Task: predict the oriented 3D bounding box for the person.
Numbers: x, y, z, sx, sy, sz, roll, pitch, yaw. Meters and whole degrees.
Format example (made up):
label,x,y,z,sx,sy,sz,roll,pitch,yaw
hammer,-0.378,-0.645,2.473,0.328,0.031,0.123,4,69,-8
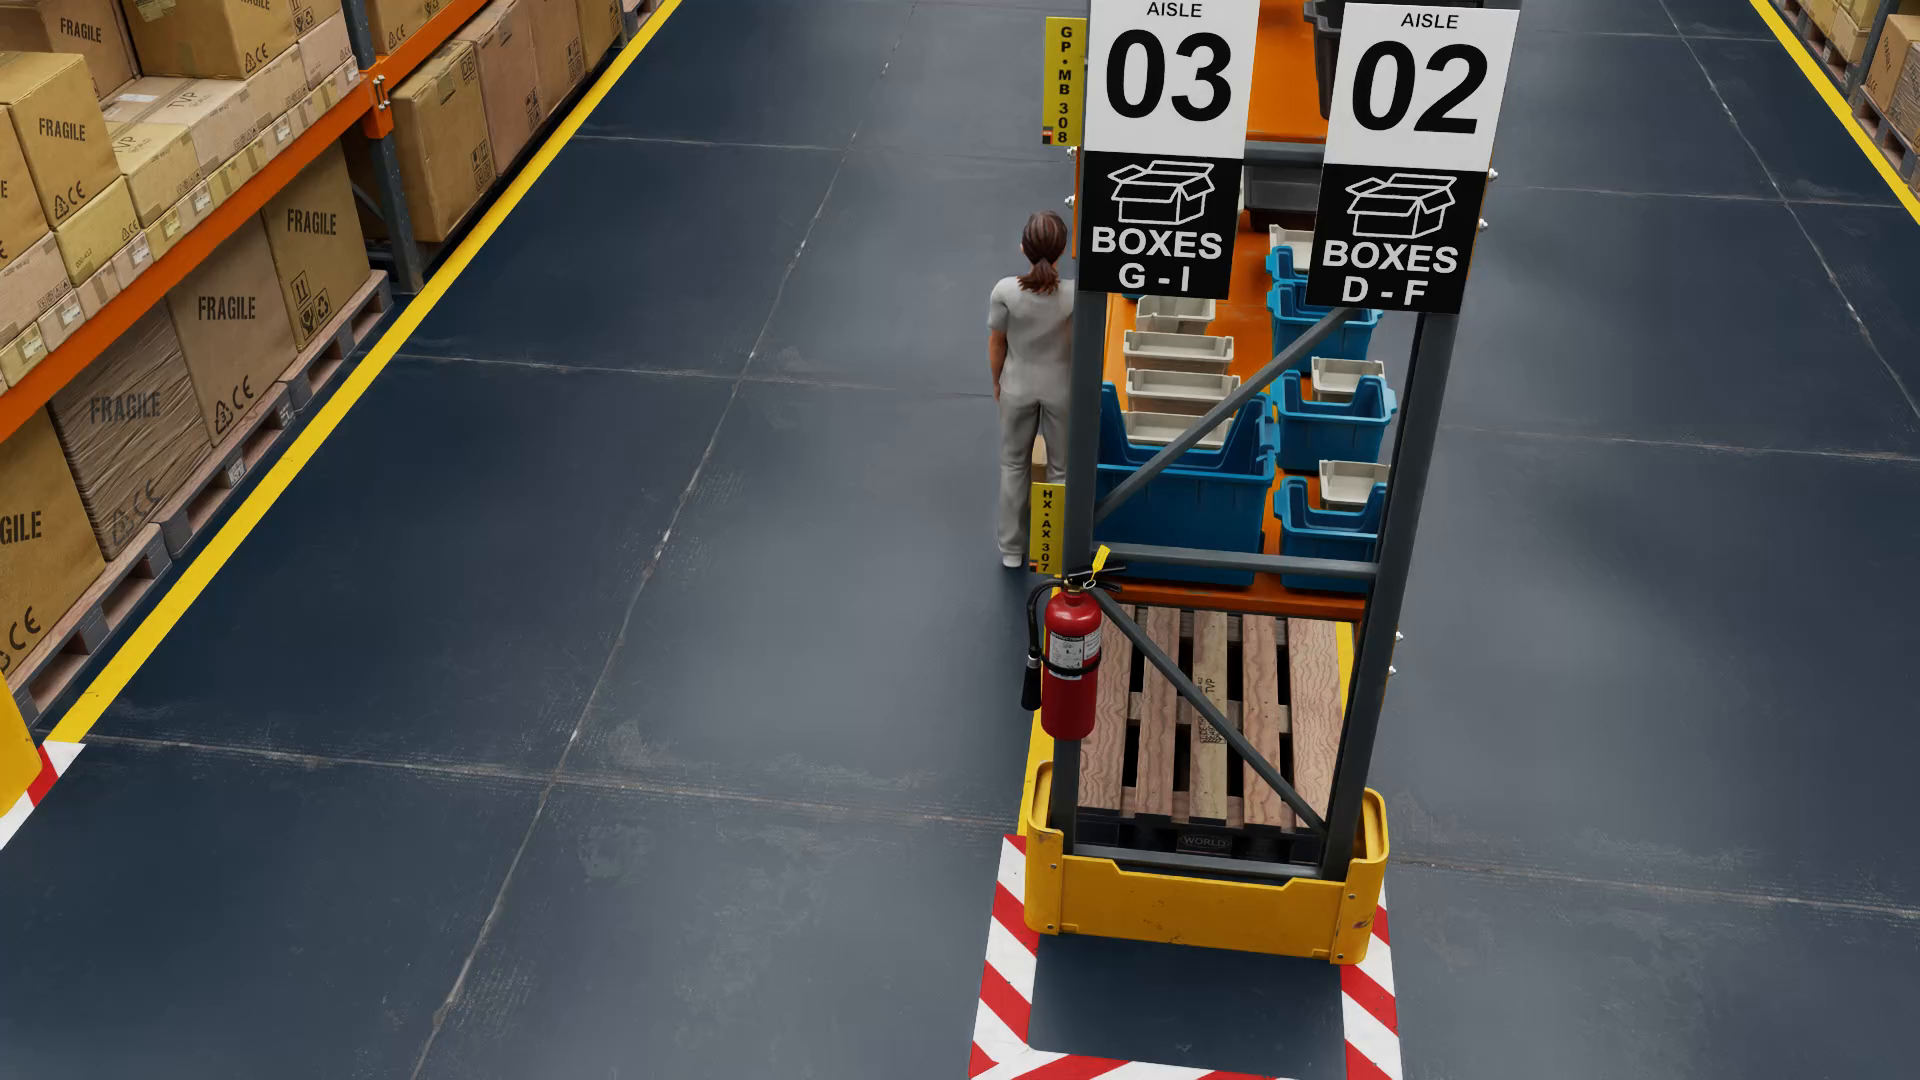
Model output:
label,x,y,z,sx,sy,sz,roll,pitch,yaw
person,0.332,-0.609,6.985,0.436,1.670,0.351,5,37,7
